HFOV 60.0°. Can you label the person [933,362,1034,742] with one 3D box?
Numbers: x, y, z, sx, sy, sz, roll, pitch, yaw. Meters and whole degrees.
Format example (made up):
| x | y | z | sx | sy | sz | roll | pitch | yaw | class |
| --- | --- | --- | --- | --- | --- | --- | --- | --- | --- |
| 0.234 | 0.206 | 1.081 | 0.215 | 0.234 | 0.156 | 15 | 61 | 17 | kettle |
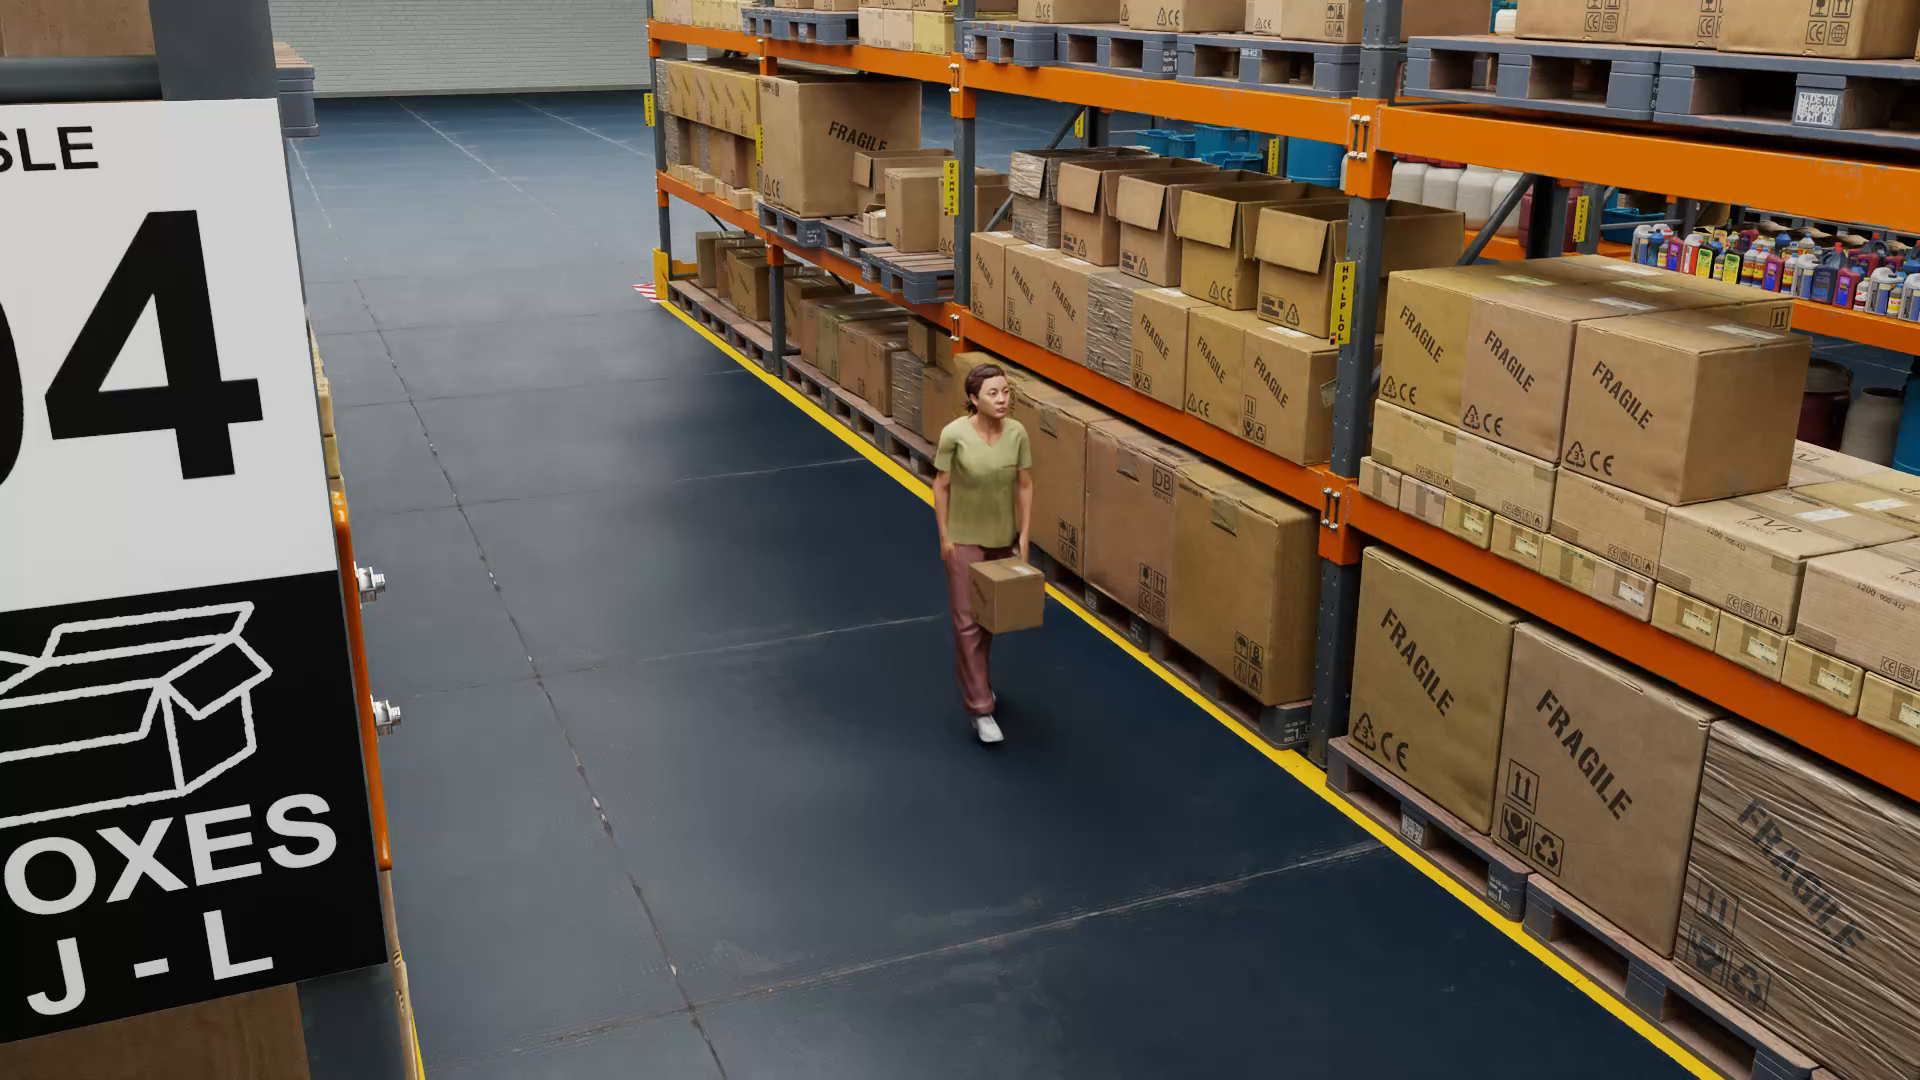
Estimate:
| x | y | z | sx | sy | sz | roll | pitch | yaw | class |
| --- | --- | --- | --- | --- | --- | --- | --- | --- | --- |
| 0.147 | 0.028 | 7.464 | 0.464 | 1.654 | 0.748 | -8 | 20 | -22 | person |
